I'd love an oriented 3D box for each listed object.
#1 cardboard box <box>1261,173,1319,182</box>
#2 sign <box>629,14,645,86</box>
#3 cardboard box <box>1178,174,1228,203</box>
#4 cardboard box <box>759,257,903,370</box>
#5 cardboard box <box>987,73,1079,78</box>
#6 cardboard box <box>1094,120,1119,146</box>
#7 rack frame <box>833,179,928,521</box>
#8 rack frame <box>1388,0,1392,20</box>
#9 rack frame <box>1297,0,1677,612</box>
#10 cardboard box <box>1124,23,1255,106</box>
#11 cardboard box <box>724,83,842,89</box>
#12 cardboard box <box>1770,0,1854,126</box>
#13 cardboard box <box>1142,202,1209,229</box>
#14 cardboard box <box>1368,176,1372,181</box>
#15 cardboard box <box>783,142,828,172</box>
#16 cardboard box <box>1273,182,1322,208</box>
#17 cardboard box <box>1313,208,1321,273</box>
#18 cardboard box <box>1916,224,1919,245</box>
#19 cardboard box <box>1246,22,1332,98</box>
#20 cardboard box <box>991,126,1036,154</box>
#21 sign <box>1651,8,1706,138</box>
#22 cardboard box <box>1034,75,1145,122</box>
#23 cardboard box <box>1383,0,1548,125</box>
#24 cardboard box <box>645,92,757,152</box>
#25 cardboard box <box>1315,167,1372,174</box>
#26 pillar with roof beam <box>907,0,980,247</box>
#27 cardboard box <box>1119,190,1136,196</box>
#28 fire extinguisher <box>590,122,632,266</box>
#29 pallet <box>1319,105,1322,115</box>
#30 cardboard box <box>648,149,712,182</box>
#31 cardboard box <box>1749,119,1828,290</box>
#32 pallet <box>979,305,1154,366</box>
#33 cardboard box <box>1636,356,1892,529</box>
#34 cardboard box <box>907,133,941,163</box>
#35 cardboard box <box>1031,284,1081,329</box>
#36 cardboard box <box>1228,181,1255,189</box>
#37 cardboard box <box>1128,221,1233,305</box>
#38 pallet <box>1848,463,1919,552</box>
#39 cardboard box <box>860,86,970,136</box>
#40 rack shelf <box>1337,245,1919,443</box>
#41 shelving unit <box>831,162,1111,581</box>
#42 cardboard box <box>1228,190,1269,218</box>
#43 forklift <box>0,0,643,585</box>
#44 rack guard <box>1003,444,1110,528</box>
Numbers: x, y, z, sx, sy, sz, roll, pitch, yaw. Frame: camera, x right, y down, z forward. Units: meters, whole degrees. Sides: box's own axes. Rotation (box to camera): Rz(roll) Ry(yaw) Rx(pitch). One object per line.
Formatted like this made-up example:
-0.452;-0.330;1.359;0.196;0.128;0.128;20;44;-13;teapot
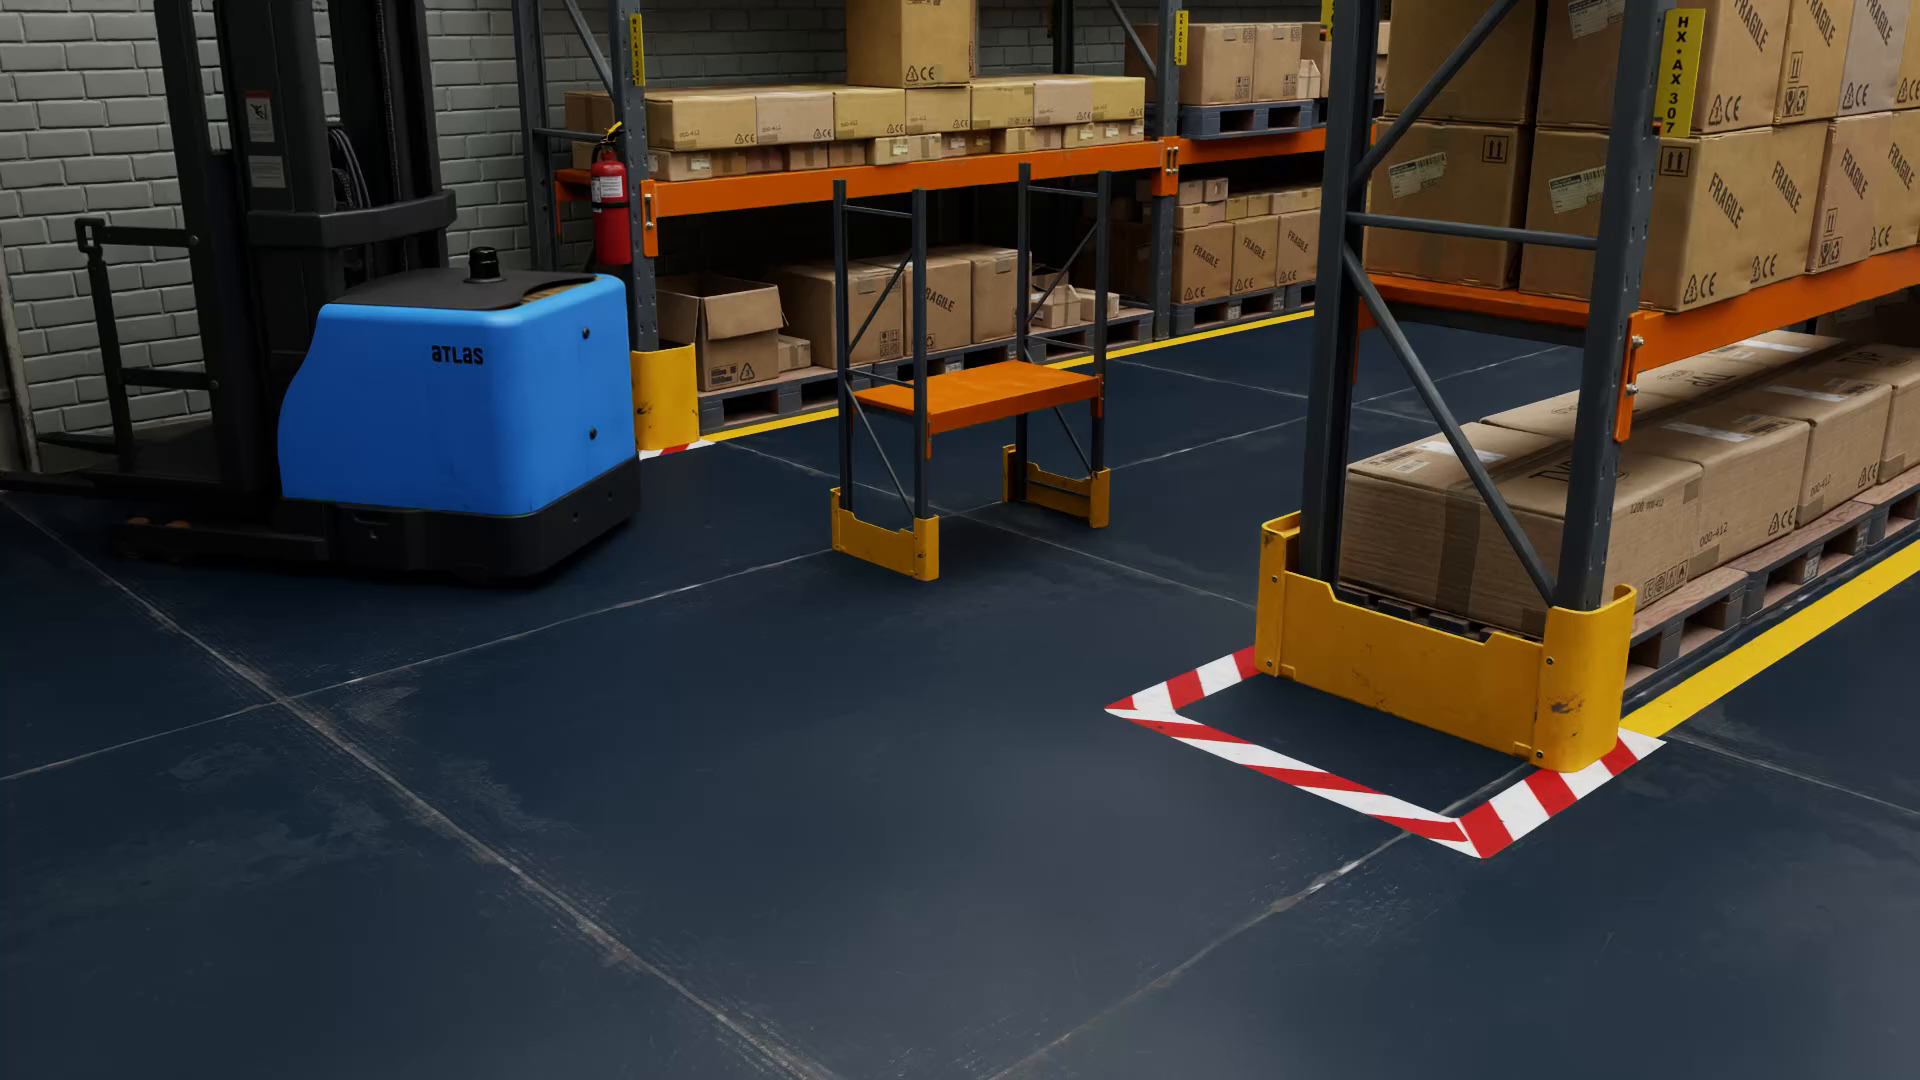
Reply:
2.568;-2.768;12.980;0.250;0.149;0.380;-17;24;-42;cardboard box
-1.524;-2.309;7.838;0.005;0.325;0.100;-16;24;-41;sign
1.609;-2.409;11.389;0.380;0.149;0.250;16;24;41;cardboard box
-0.739;-1.310;9.533;0.500;0.500;0.700;-15;23;-39;cardboard box
0.464;-2.892;10.801;0.500;0.250;0.500;-17;24;-41;cardboard box
0.777;-2.562;10.431;0.250;0.149;0.380;-15;24;-39;cardboard box
-0.307;-0.624;6.477;0.032;1.500;0.500;-16;24;-41;rack frame
3.916;-3.714;13.575;0.127;3.000;1.000;-16;24;-41;rack frame
1.516;-0.907;4.918;0.127;3.000;1.000;-16;24;-41;rack frame
1.515;-3.166;11.042;0.500;0.500;0.700;-15;24;-39;cardboard box
-1.006;-2.458;9.464;0.500;0.250;0.500;-15;23;-39;cardboard box
2.432;-1.579;5.208;0.500;0.500;0.500;-17;25;-42;cardboard box
1.453;-2.202;11.232;0.250;0.149;0.380;-15;23;-38;cardboard box
3.110;-2.715;12.815;0.250;0.149;0.380;-15;23;-39;cardboard box
-0.923;-2.075;8.927;0.250;0.149;0.380;-15;23;-39;cardboard box
2.535;-2.556;12.325;0.250;0.149;0.380;-16;24;-41;cardboard box
2.643;-2.257;12.455;0.500;0.500;0.500;17;24;42;cardboard box
3.536;-1.426;6.358;0.500;0.500;0.500;-17;24;-42;cardboard box
2.462;-3.442;11.893;0.500;0.500;0.700;-16;24;-41;cardboard box
0.230;-2.392;9.906;0.250;0.149;0.380;-17;24;-42;cardboard box
1.893;-1.231;4.385;0.005;0.325;0.100;-16;24;-41;sign
0.807;-2.774;10.437;0.500;0.250;0.500;-15;24;-39;cardboard box
1.703;-1.586;5.228;0.500;0.500;0.500;-15;23;-39;cardboard box
-1.382;-2.124;8.434;0.500;0.250;0.500;-16;24;-41;cardboard box
3.112;-2.942;13.515;0.250;0.149;0.380;-15;23;-39;cardboard box
2.842;-4.809;7.228;0.400;9.000;9.100;-16;24;-41;pillar with roof beam
1.267;-2.385;11.797;0.250;0.149;0.380;-16;24;-41;cardboard box
-1.686;-1.669;8.000;0.183;0.674;0.296;-16;24;-41;fire extinguisher
3.472;-3.463;13.113;1.003;0.211;1.213;-16;24;-41;pallet
-1.469;-1.907;8.410;0.250;0.149;0.380;-16;24;-41;cardboard box
2.411;-1.105;5.368;0.500;0.500;0.500;-17;24;-42;cardboard box
0.510;-1.394;10.943;1.213;0.211;1.003;-16;24;-41;pallet
3.243;-0.437;6.941;0.875;0.438;0.875;17;25;42;cardboard box
-0.322;-2.229;9.404;0.250;0.149;0.380;-16;24;-40;cardboard box
0.547;-1.506;10.517;0.258;0.266;0.396;-15;23;-39;cardboard box
1.990;-2.612;12.497;0.250;0.149;0.380;-16;24;-40;cardboard box
1.516;-1.929;11.442;0.500;0.500;0.500;-15;23;-38;cardboard box
3.817;-0.284;7.520;1.213;0.211;1.003;-16;24;-41;pallet
-0.293;-2.452;9.446;0.500;0.250;0.500;-17;25;-42;cardboard box
2.970;-0.988;6.336;4.000;0.370;1.077;-16;24;-41;rack shelf
0.055;-0.730;6.803;1.083;1.500;0.587;-16;24;-41;shelving unit
1.970;-2.396;11.831;0.250;0.149;0.380;-17;24;-42;cardboard box
-2.946;-1.454;6.718;3.031;2.935;1.130;5;19;14;forklift
0.417;-0.241;7.321;0.087;0.250;0.587;-16;24;-41;rack guard
